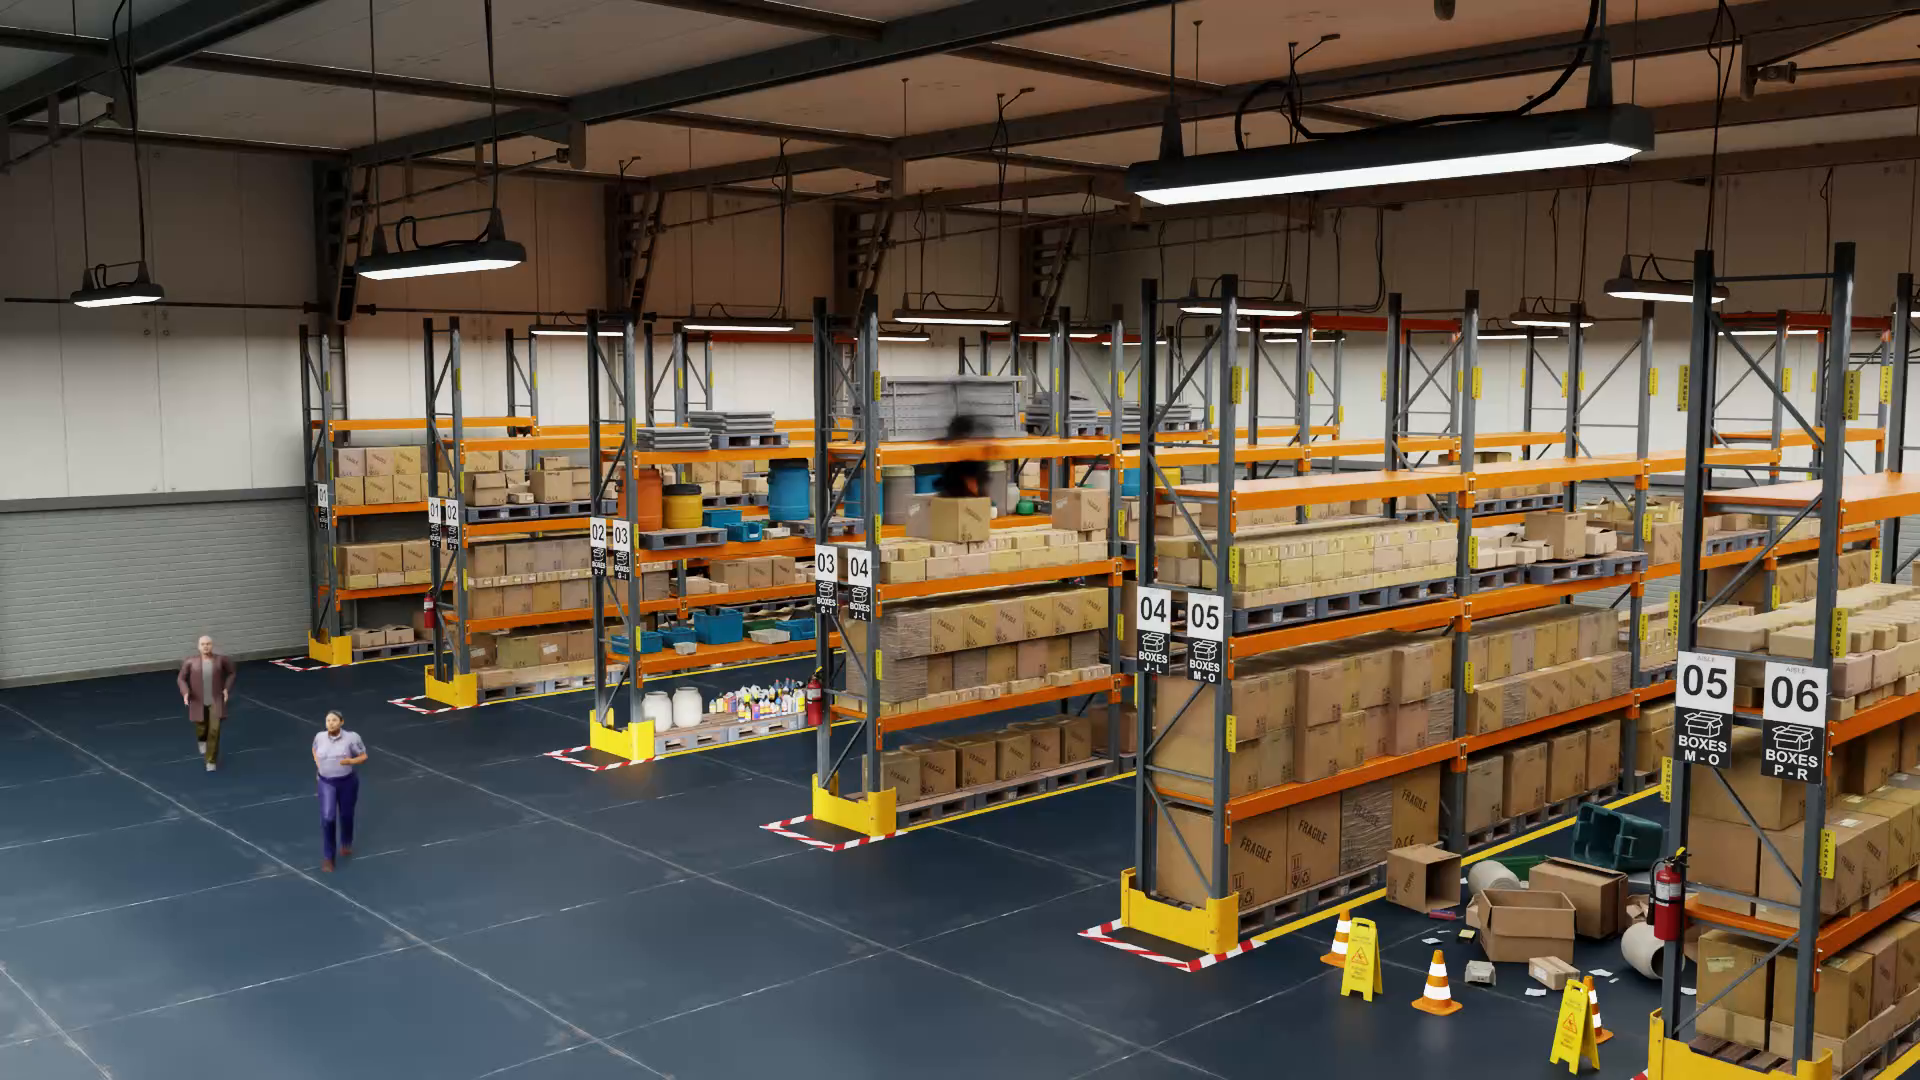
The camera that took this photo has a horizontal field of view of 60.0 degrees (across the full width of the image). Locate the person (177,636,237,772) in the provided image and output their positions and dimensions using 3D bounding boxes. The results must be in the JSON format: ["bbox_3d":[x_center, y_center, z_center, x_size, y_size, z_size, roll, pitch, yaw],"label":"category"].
[{"bbox_3d":[-9.832,2.116,21.747,0.709,1.744,0.789,-3,6,-25],"label":"person"}]

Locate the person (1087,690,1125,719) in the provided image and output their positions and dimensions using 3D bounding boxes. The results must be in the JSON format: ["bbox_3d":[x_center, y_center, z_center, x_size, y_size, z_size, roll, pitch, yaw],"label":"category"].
[{"bbox_3d":[2.178,1.835,24.774,0.734,1.747,0.631,-5,7,-39],"label":"person"}]

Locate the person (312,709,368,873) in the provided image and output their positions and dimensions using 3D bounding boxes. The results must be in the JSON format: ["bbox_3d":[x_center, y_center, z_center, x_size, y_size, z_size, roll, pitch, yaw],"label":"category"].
[{"bbox_3d":[-6.492,2.613,17.425,0.573,1.719,0.749,-1,6,-14],"label":"person"}]
